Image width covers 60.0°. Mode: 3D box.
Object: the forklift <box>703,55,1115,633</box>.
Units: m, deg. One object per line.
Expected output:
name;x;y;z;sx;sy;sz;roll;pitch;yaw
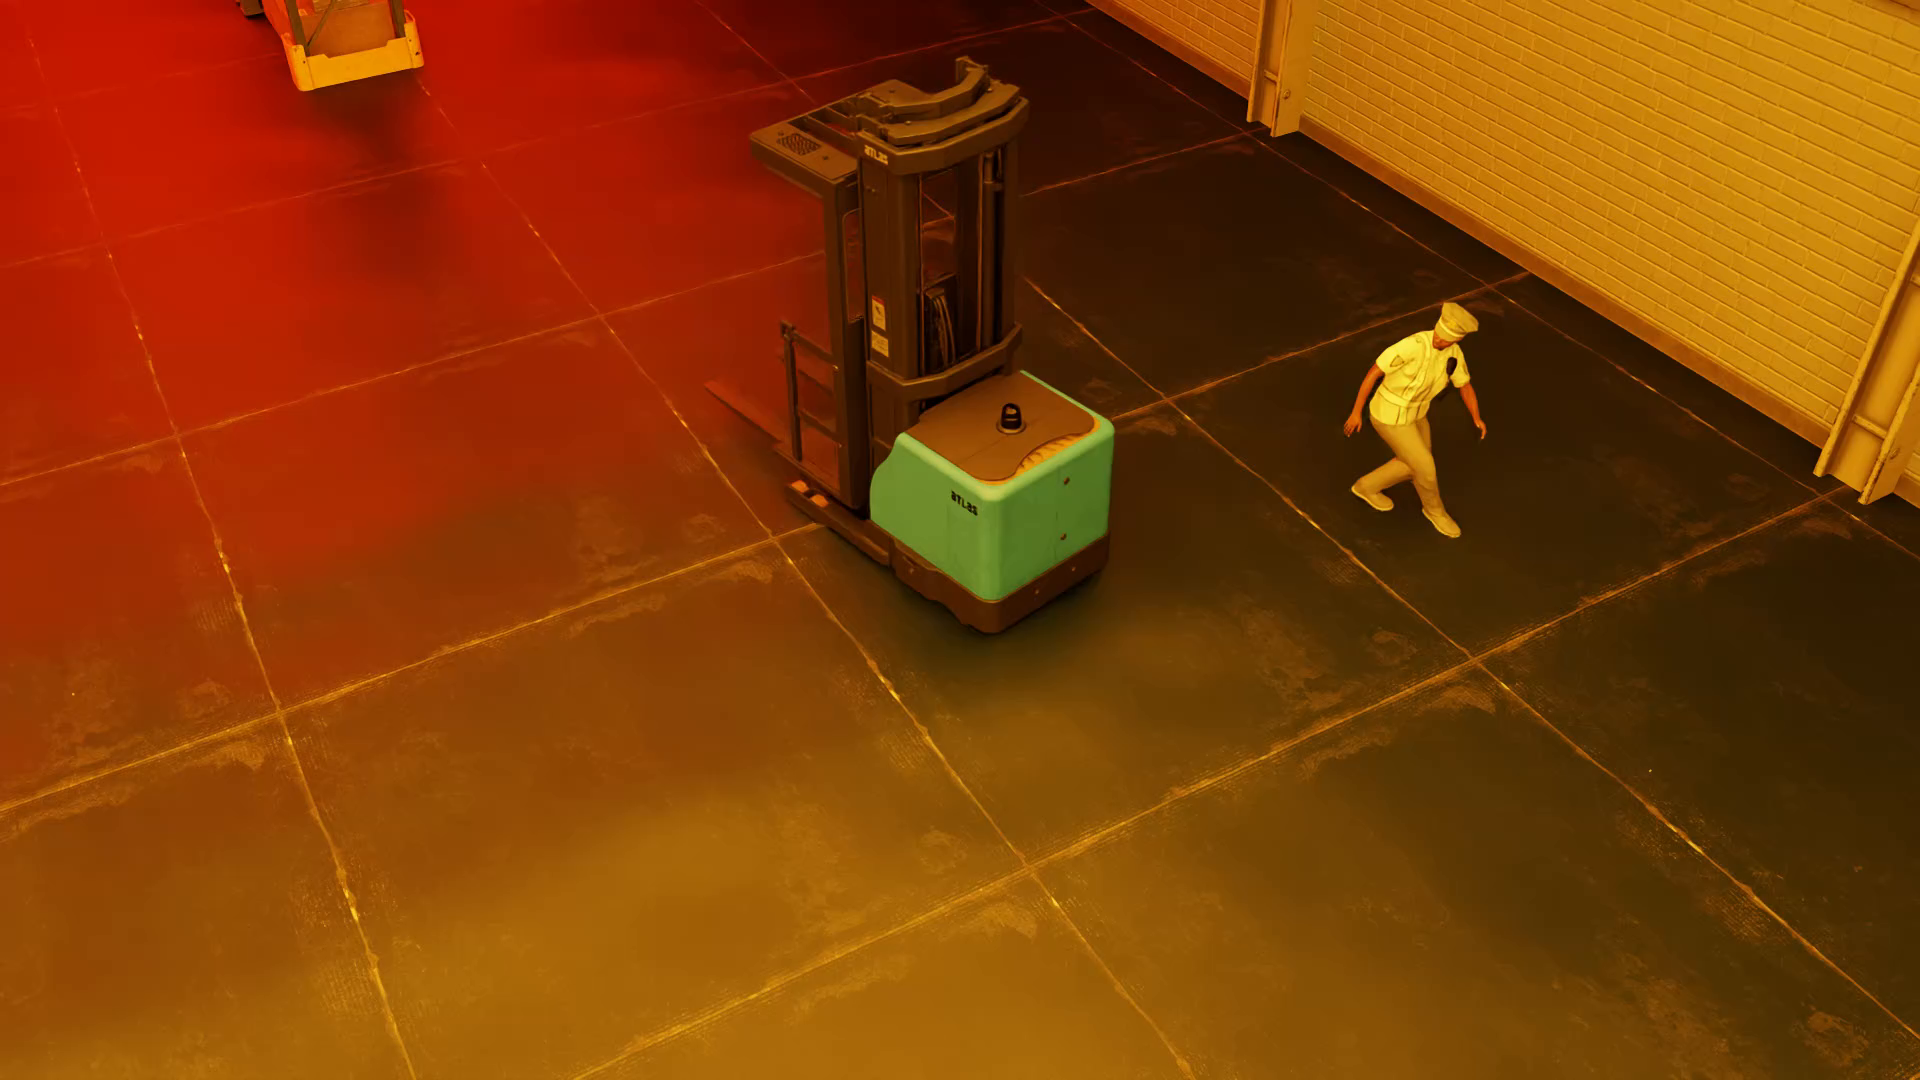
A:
forklift;-0.469;-1.445;9.779;1.130;2.935;3.031;-30;48;-31

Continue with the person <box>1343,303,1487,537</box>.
person;2.750;-0.681;9.965;0.704;1.552;0.779;-32;49;-33
